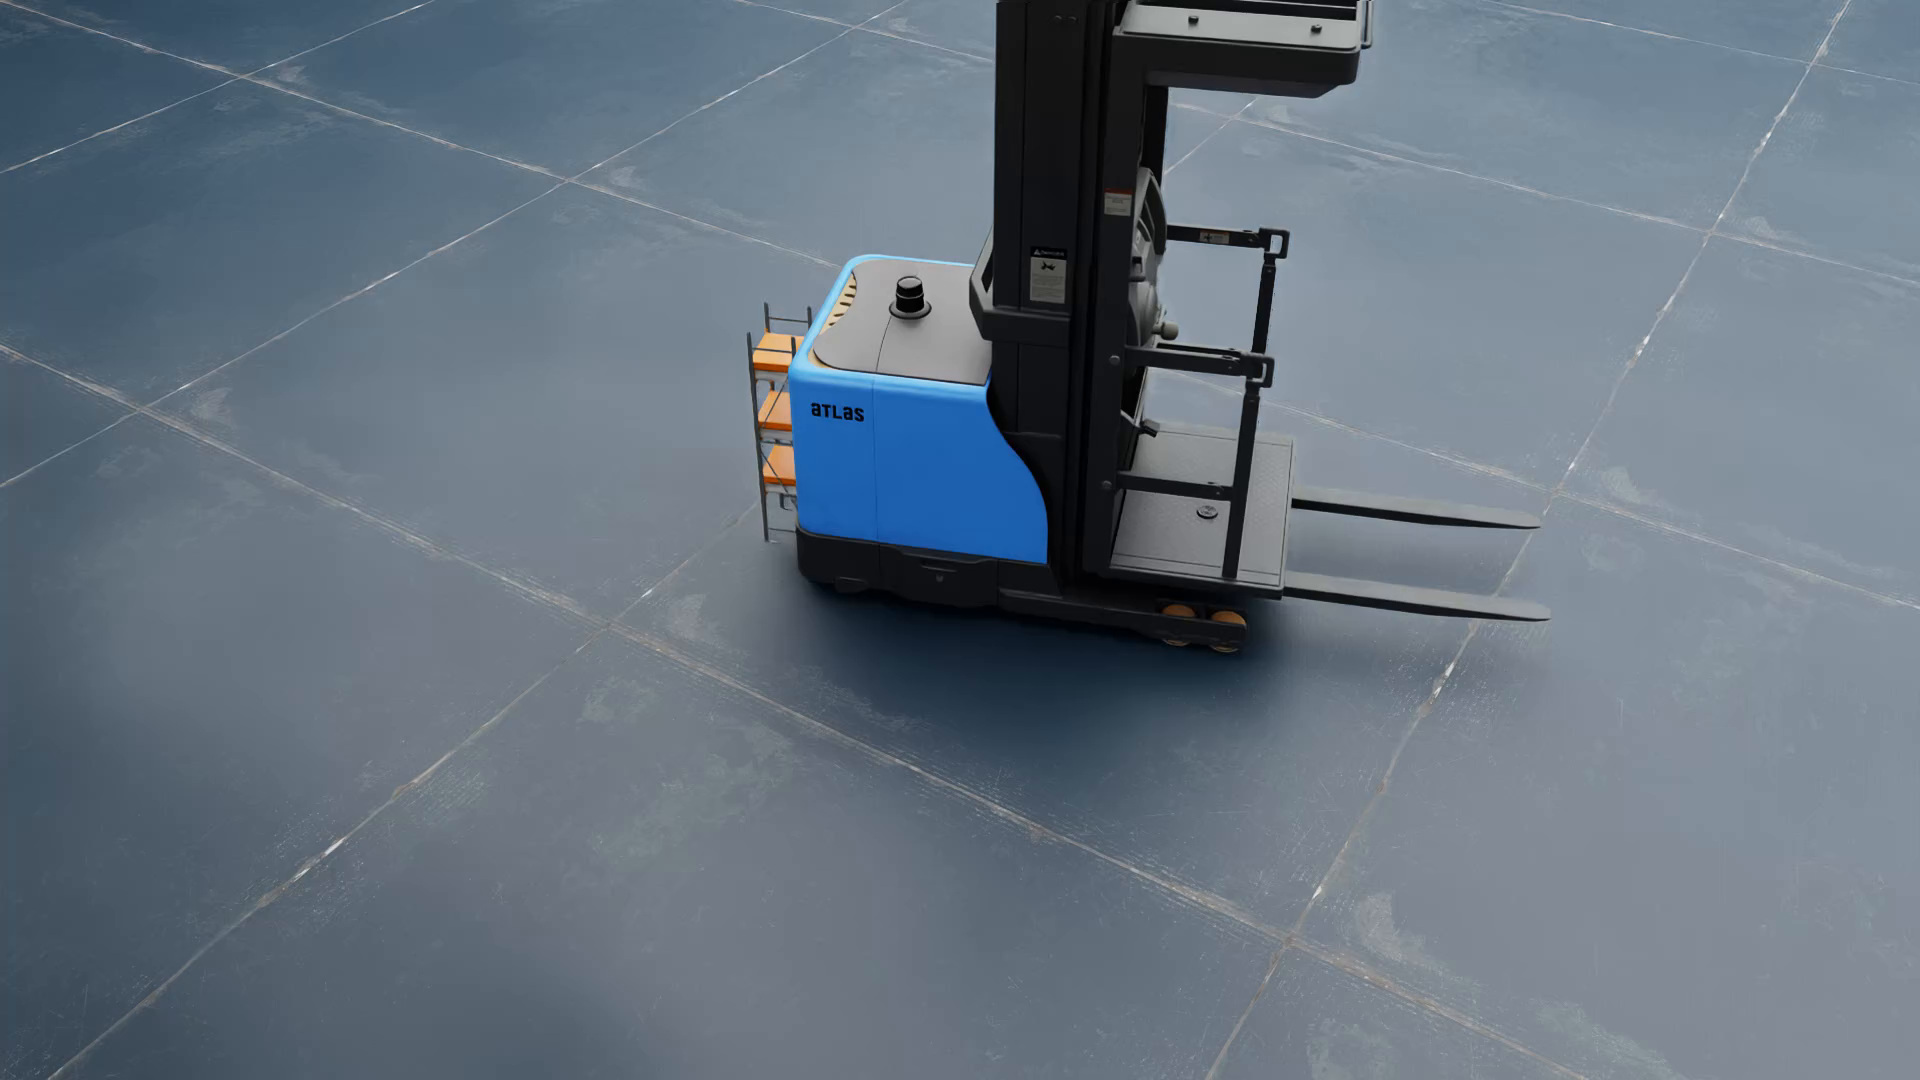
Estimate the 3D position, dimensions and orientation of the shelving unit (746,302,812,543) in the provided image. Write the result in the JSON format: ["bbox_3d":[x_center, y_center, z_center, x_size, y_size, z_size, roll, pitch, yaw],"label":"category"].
[{"bbox_3d":[-0.727,-0.471,7.002,0.215,1.050,0.252,7,38,9],"label":"shelving unit"}]

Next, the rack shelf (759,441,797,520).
[{"bbox_3d":[-0.727,-0.243,7.178,0.215,0.259,0.240,7,38,9],"label":"rack shelf"}]

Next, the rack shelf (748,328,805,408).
[{"bbox_3d":[-0.727,-0.688,6.835,0.215,0.259,0.240,7,38,9],"label":"rack shelf"}]

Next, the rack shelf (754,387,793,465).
[{"bbox_3d":[-0.727,-0.463,7.008,0.215,0.259,0.240,7,38,9],"label":"rack shelf"}]

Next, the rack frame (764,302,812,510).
[{"bbox_3d":[-0.703,-0.545,7.096,0.200,1.050,0.008,7,38,9],"label":"rack frame"}]

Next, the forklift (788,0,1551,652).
[{"bbox_3d":[0.893,-1.067,6.233,3.031,2.935,1.130,7,38,9],"label":"forklift"}]

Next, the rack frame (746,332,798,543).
[{"bbox_3d":[-0.750,-0.398,6.907,0.200,1.050,0.008,7,38,9],"label":"rack frame"}]
